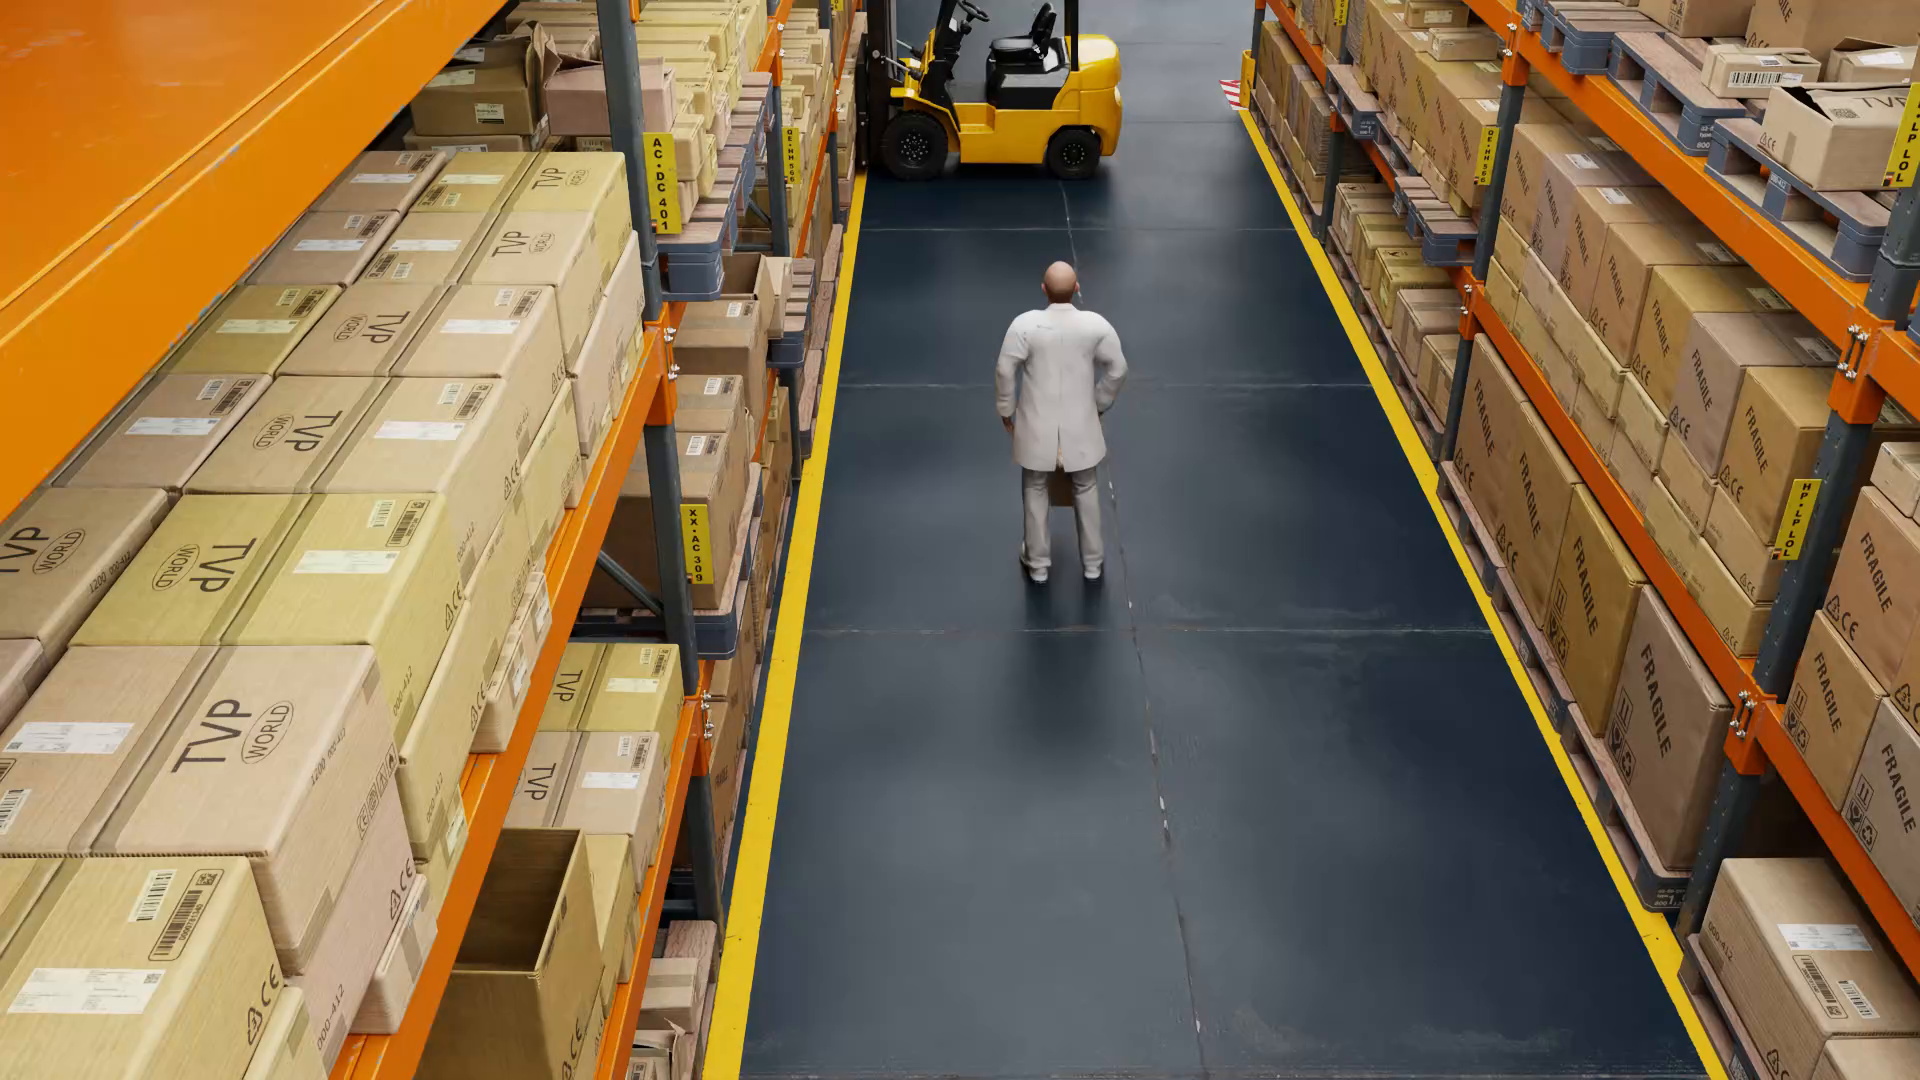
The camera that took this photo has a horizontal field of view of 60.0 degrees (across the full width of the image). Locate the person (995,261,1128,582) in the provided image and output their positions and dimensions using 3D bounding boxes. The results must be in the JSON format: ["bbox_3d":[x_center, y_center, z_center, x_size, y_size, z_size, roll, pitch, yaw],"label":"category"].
[{"bbox_3d":[0.540,-0.637,9.023,0.709,1.755,0.484,-1,31,-1],"label":"person"}]
